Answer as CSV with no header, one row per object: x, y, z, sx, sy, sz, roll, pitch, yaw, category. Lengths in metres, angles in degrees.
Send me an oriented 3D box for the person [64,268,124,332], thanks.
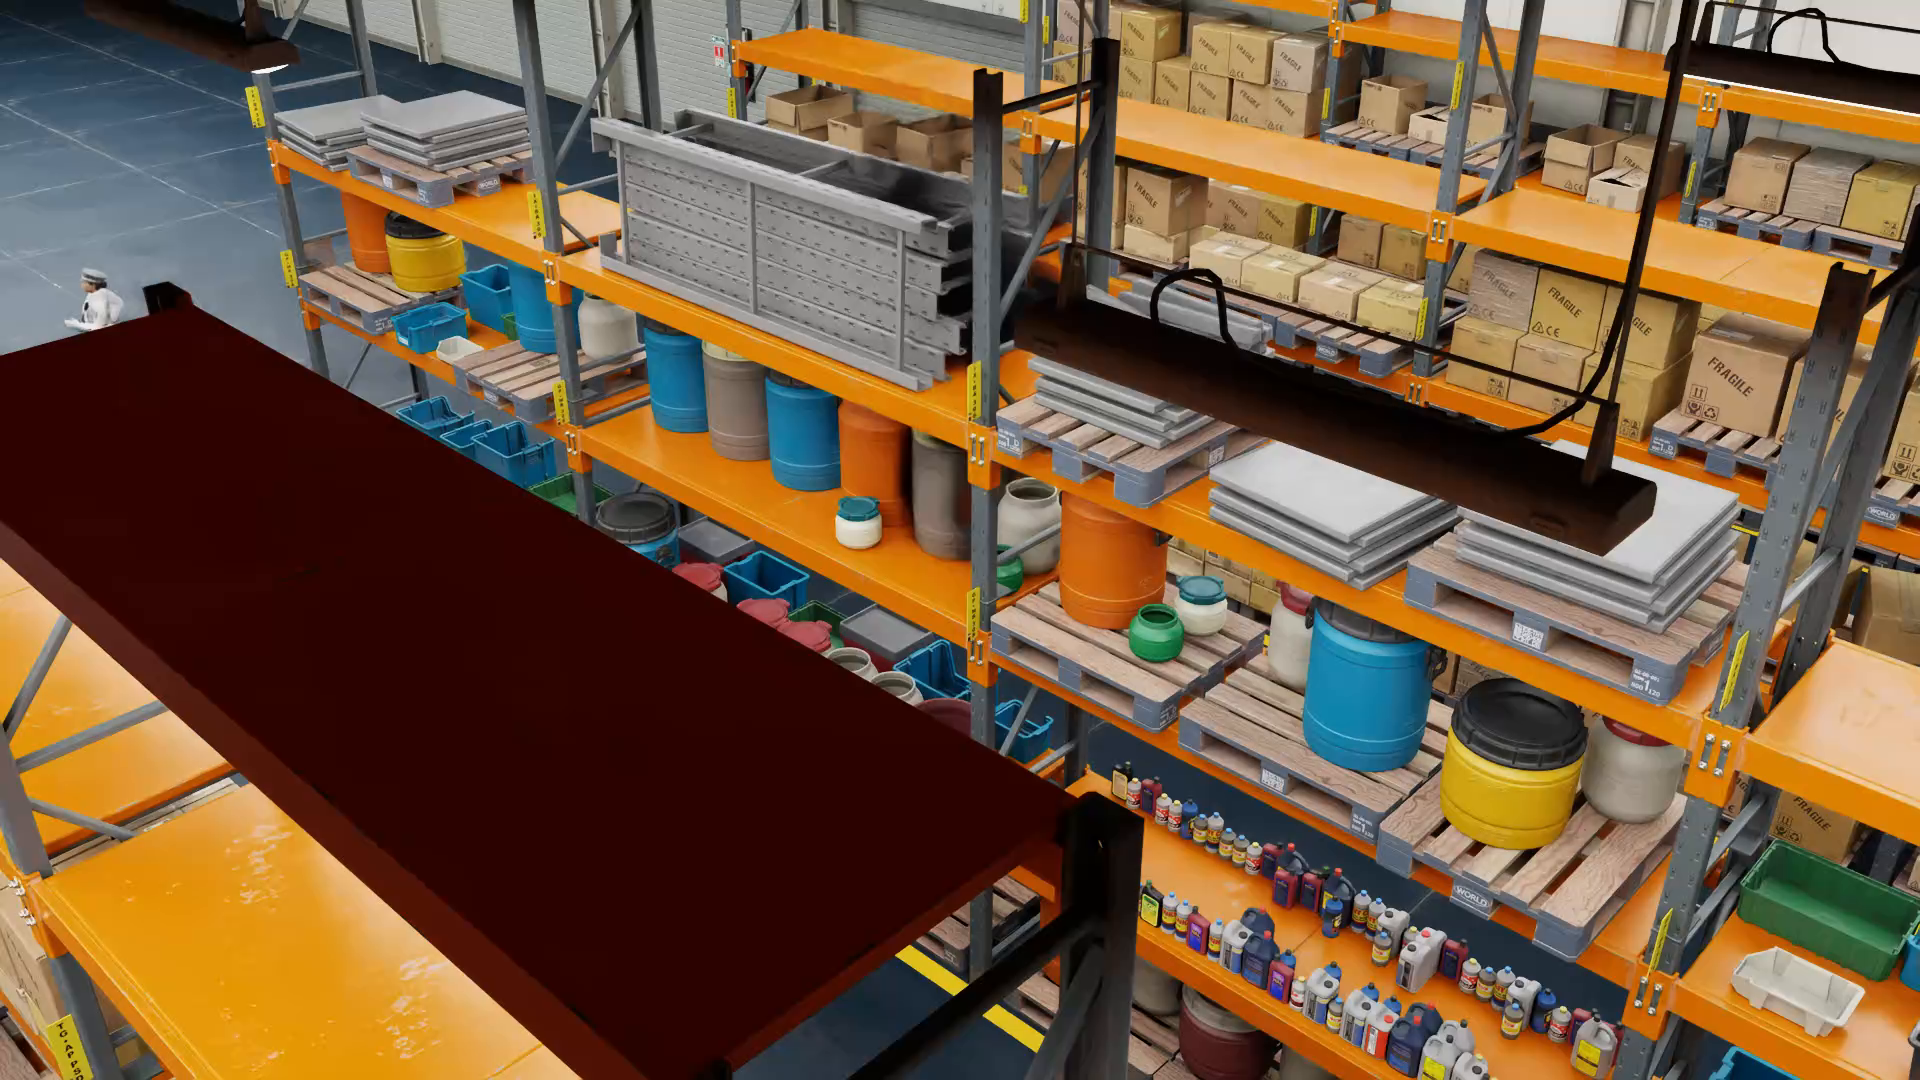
-9.418,-2.179,18.394,0.737,1.755,0.577,-17,33,-27,person
